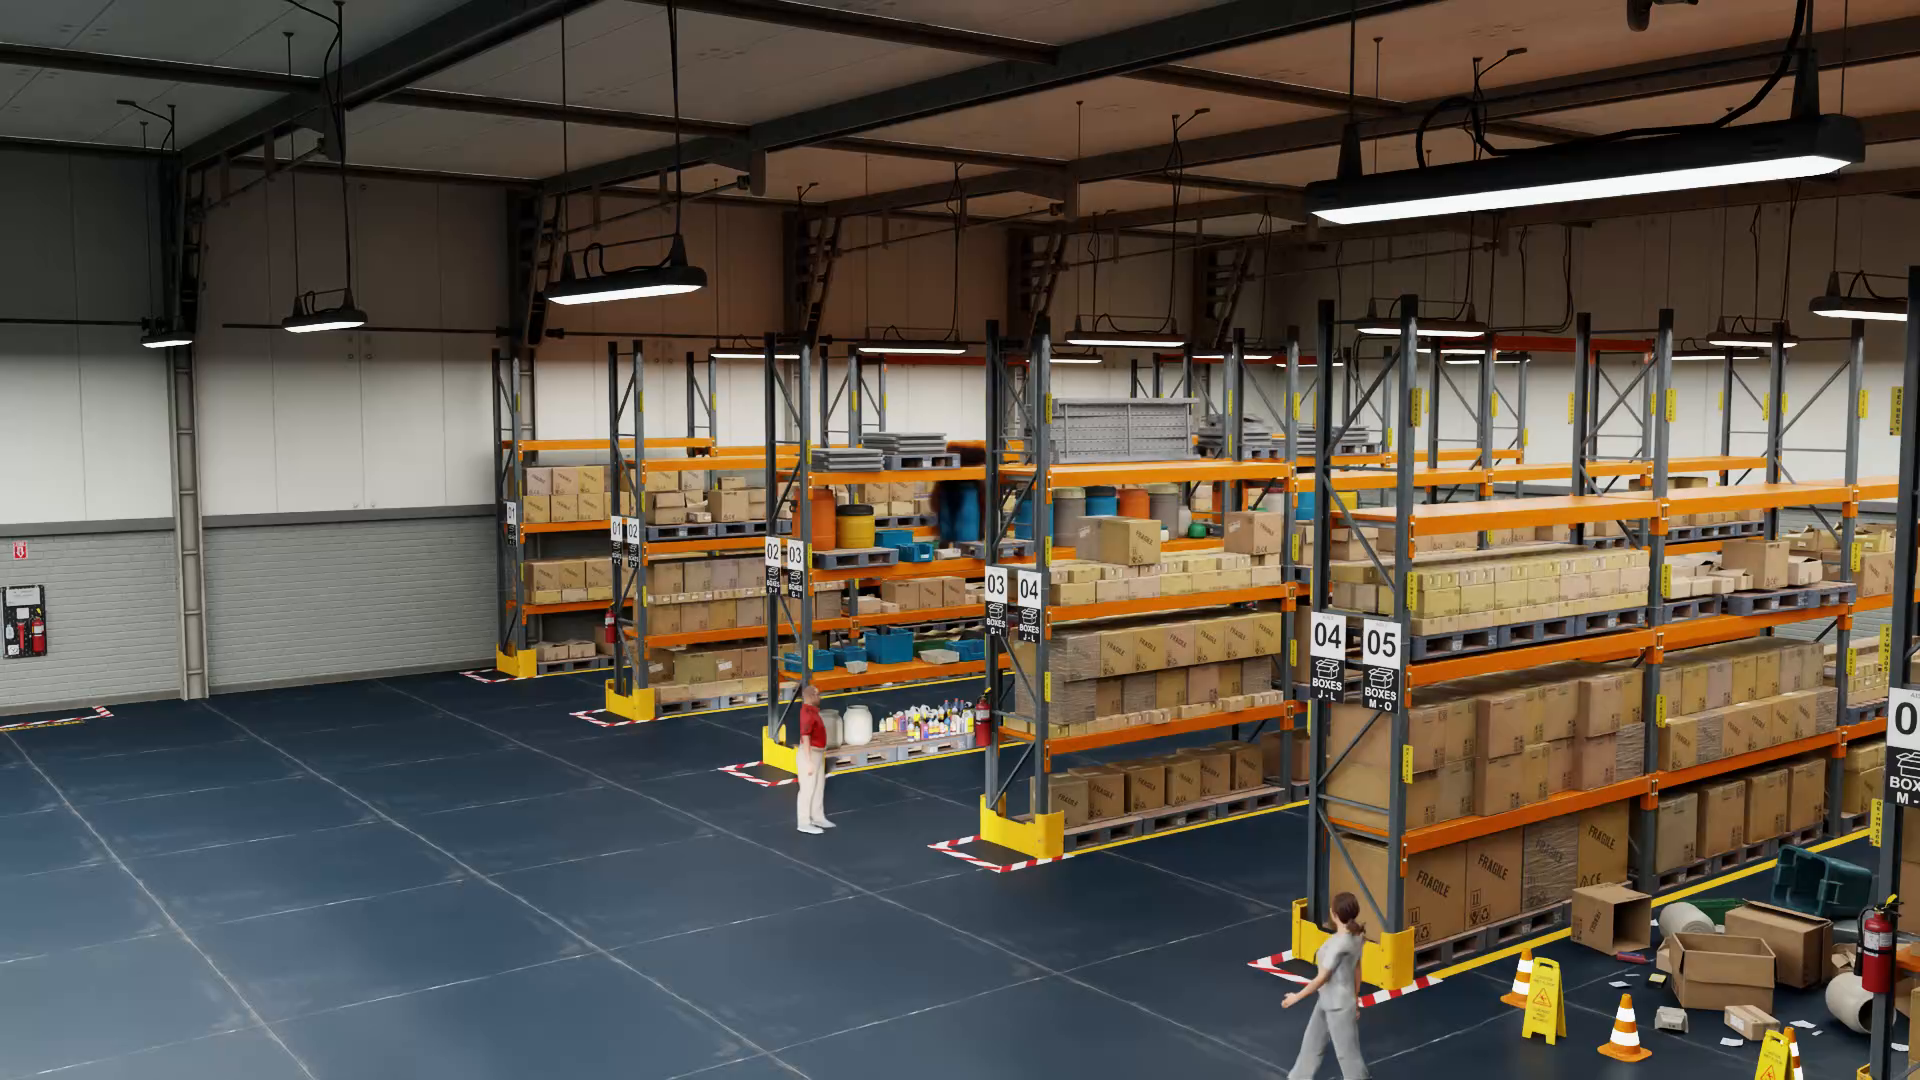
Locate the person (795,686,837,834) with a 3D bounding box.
[{"bbox_3d":[-1.705,2.601,19.640,0.460,1.767,0.594,0,5,2],"label":"person"}]

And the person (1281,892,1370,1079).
[{"bbox_3d":[2.571,3.301,11.796,0.788,1.651,0.441,1,5,11],"label":"person"}]
